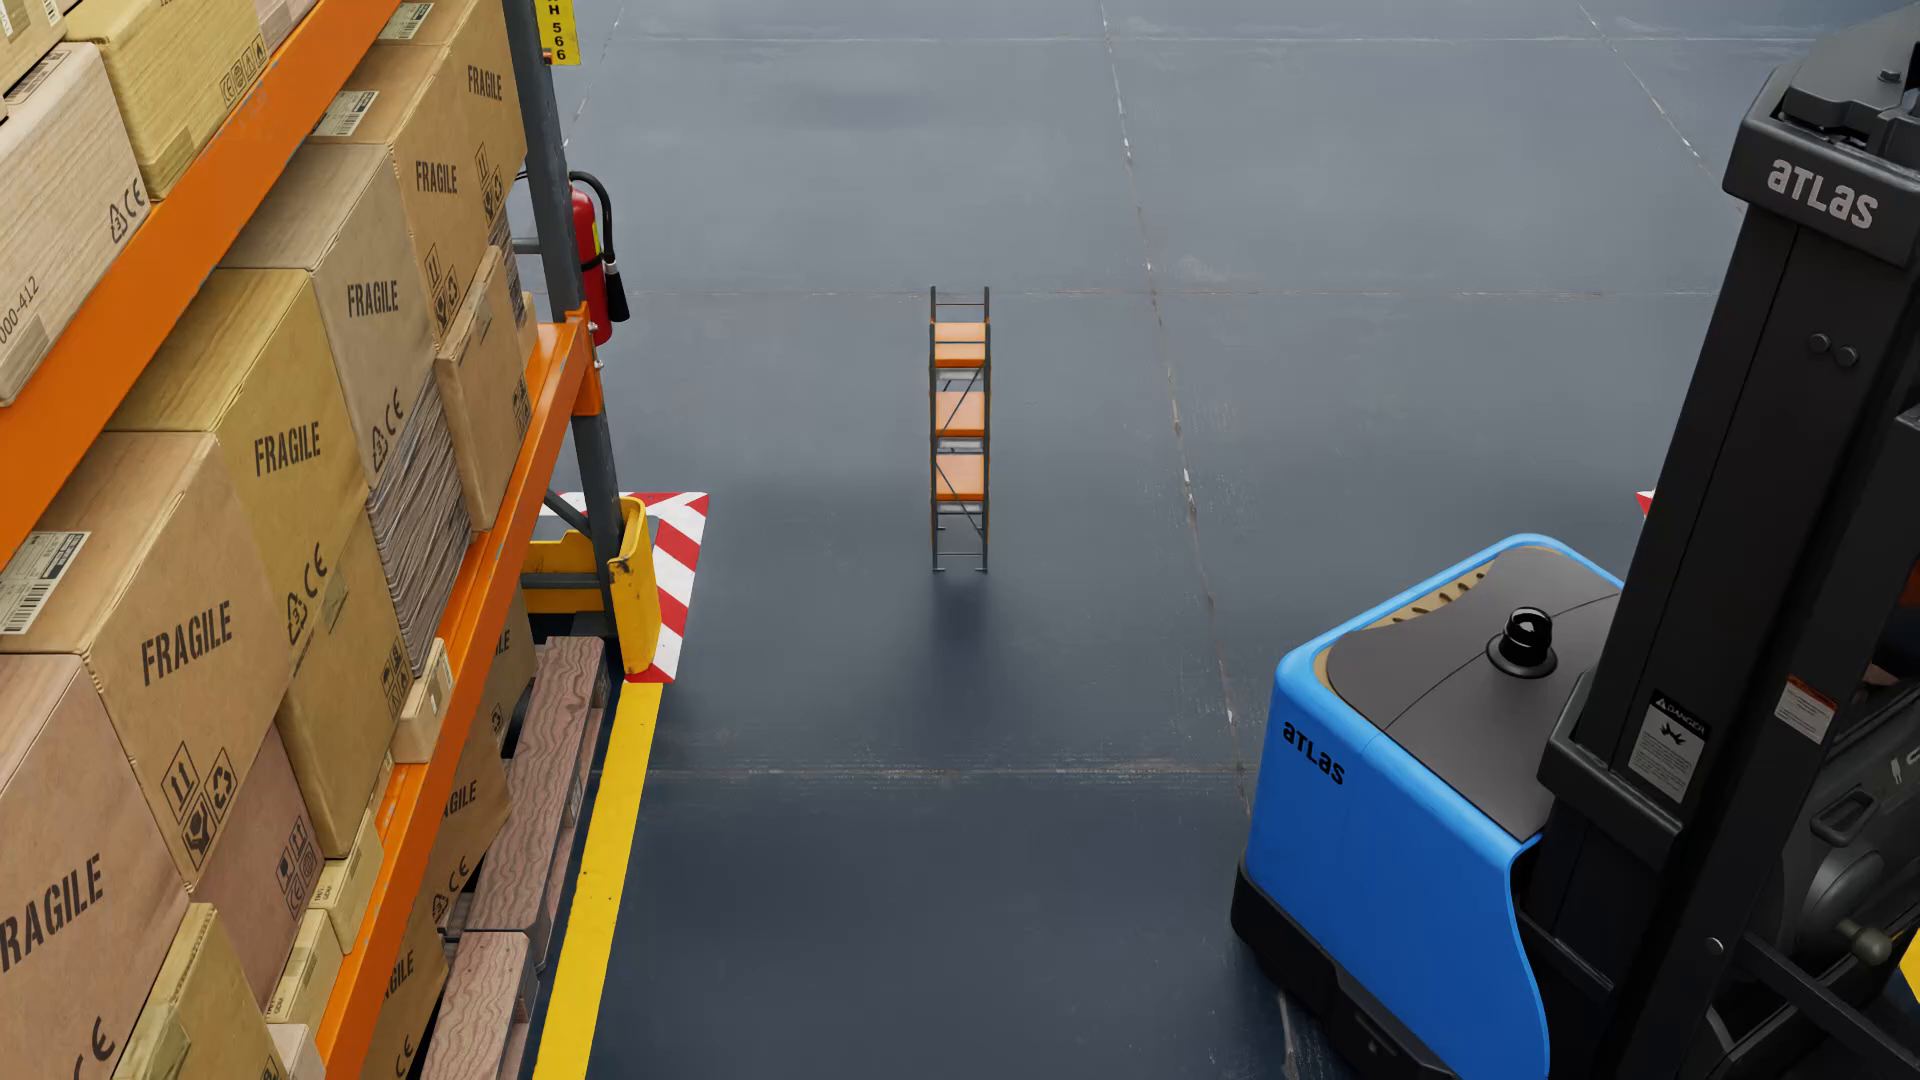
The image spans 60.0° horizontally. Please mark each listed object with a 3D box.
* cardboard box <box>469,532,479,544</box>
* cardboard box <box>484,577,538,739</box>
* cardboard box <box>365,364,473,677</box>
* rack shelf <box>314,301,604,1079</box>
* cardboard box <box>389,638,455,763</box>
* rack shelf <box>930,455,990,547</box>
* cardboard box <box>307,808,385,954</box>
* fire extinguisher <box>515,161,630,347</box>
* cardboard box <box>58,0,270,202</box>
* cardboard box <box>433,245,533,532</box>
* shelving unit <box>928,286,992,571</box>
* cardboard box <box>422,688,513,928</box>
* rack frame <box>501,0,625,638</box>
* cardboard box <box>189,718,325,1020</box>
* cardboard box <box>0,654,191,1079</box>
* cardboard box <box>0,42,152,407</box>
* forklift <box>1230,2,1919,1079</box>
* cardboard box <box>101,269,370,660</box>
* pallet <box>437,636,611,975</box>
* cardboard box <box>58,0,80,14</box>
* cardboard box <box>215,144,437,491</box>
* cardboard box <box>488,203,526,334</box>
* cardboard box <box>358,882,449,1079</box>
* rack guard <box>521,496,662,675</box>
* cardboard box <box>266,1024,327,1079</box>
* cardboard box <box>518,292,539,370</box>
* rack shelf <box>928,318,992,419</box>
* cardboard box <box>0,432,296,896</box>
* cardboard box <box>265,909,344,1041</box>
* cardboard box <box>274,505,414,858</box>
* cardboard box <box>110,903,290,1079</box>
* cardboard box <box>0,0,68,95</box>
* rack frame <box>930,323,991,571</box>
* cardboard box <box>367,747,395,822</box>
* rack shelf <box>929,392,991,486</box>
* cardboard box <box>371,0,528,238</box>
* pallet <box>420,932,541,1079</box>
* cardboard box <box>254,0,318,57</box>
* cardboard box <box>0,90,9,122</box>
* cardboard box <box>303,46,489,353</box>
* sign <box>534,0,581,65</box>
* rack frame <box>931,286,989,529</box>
[{"bbox_3d":[-1.400,-0.122,4.204,0.380,0.149,0.250,0,39,0],"label":"cardboard box"},{"bbox_3d":[-1.659,0.335,5.096,0.500,0.500,0.500,7,39,8],"label":"cardboard box"},{"bbox_3d":[-1.592,-0.052,3.599,0.875,0.500,0.500,0,39,0],"label":"cardboard box"},{"bbox_3d":[-1.641,0.665,3.597,1.077,0.370,4.000,0,39,0],"label":"rack shelf"},{"bbox_3d":[-1.329,0.347,3.619,0.380,0.149,0.250,0,39,0],"label":"cardboard box"},{"bbox_3d":[0.000,-0.151,6.060,0.215,0.259,0.240,0,39,0],"label":"rack shelf"},{"bbox_3d":[-1.353,0.660,3.229,0.380,0.149,0.250,0,39,0],"label":"cardboard box"},{"bbox_3d":[-1.182,-0.908,5.047,0.296,0.674,0.183,0,39,0],"label":"fire extinguisher"},{"bbox_3d":[-1.387,-0.730,2.484,0.500,0.250,0.500,-1,39,-1],"label":"cardboard box"},{"bbox_3d":[-1.549,-0.365,3.989,0.875,0.500,0.500,0,39,0],"label":"cardboard box"},{"bbox_3d":[0.000,-0.376,5.880,0.215,1.050,0.252,0,39,0],"label":"shelving unit"},{"bbox_3d":[-1.624,0.709,4.629,0.500,0.500,0.500,10,40,12],"label":"cardboard box"},{"bbox_3d":[-1.643,-0.867,4.933,1.000,3.000,0.127,0,39,0],"label":"rack frame"},{"bbox_3d":[-1.644,0.573,2.819,0.875,0.500,0.500,0,39,0],"label":"cardboard box"},{"bbox_3d":[-1.387,0.495,2.116,0.500,0.500,0.500,0,39,0],"label":"cardboard box"},{"bbox_3d":[-1.378,-0.400,2.072,0.500,0.250,0.500,-1,39,-2],"label":"cardboard box"},{"bbox_3d":[2.026,0.581,3.182,1.130,2.935,3.031,-23,44,-26],"label":"forklift"},{"bbox_3d":[-1.399,-0.130,2.896,0.500,0.500,0.500,0,39,0],"label":"cardboard box"},{"bbox_3d":[-1.677,0.777,5.112,1.003,0.211,1.213,0,39,0],"label":"pallet"},{"bbox_3d":[-1.404,-0.813,2.268,0.380,0.149,0.250,1,39,1],"label":"cardboard box"},{"bbox_3d":[-1.391,-0.443,3.287,0.500,0.500,0.500,0,39,0],"label":"cardboard box"},{"bbox_3d":[-1.670,-0.678,4.379,0.875,0.500,0.500,0,39,0],"label":"cardboard box"},{"bbox_3d":[-1.642,1.101,4.141,0.500,0.500,0.500,3,39,4],"label":"cardboard box"},{"bbox_3d":[-1.643,0.156,5.655,1.175,0.500,0.348,0,39,0],"label":"rack guard"},{"bbox_3d":[-1.322,0.973,2.838,0.380,0.149,0.250,0,39,0],"label":"cardboard box"},{"bbox_3d":[-1.436,-0.591,4.789,0.380,0.149,0.250,0,39,0],"label":"cardboard box"},{"bbox_3d":[0.000,-0.589,5.709,0.215,0.259,0.240,0,39,0],"label":"rack shelf"},{"bbox_3d":[-1.387,0.183,2.506,0.500,0.500,0.500,0,39,0],"label":"cardboard box"},{"bbox_3d":[-1.364,0.816,3.033,0.380,0.149,0.250,0,39,0],"label":"cardboard box"},{"bbox_3d":[-1.603,0.260,3.209,0.875,0.500,0.500,0,39,0],"label":"cardboard box"},{"bbox_3d":[-1.542,0.886,2.429,0.875,0.500,0.500,0,39,0],"label":"cardboard box"},{"bbox_3d":[-1.370,-0.652,2.067,0.380,0.149,0.250,-1,39,-1],"label":"cardboard box"},{"bbox_3d":[0.000,-0.300,5.785,0.200,1.050,0.008,0,39,0],"label":"rack frame"},{"bbox_3d":[-1.399,0.504,3.424,0.380,0.149,0.250,0,39,0],"label":"cardboard box"},{"bbox_3d":[0.000,-0.368,5.887,0.215,0.259,0.240,0,39,0],"label":"rack shelf"},{"bbox_3d":[-1.395,-1.068,4.067,0.500,0.500,0.500,0,39,0],"label":"cardboard box"},{"bbox_3d":[-1.679,1.538,4.162,1.003,0.211,1.213,0,39,0],"label":"pallet"},{"bbox_3d":[-1.393,-1.045,2.876,0.500,0.250,0.500,1,39,1],"label":"cardboard box"},{"bbox_3d":[-1.335,-0.492,1.868,0.380,0.149,0.250,-1,39,-1],"label":"cardboard box"},{"bbox_3d":[-1.389,-0.755,3.677,0.500,0.500,0.500,0,39,0],"label":"cardboard box"},{"bbox_3d":[-1.088,-1.430,4.457,0.100,0.325,0.005,0,39,0],"label":"sign"},{"bbox_3d":[0.000,-0.453,5.975,0.200,1.050,0.008,0,39,0],"label":"rack frame"}]
